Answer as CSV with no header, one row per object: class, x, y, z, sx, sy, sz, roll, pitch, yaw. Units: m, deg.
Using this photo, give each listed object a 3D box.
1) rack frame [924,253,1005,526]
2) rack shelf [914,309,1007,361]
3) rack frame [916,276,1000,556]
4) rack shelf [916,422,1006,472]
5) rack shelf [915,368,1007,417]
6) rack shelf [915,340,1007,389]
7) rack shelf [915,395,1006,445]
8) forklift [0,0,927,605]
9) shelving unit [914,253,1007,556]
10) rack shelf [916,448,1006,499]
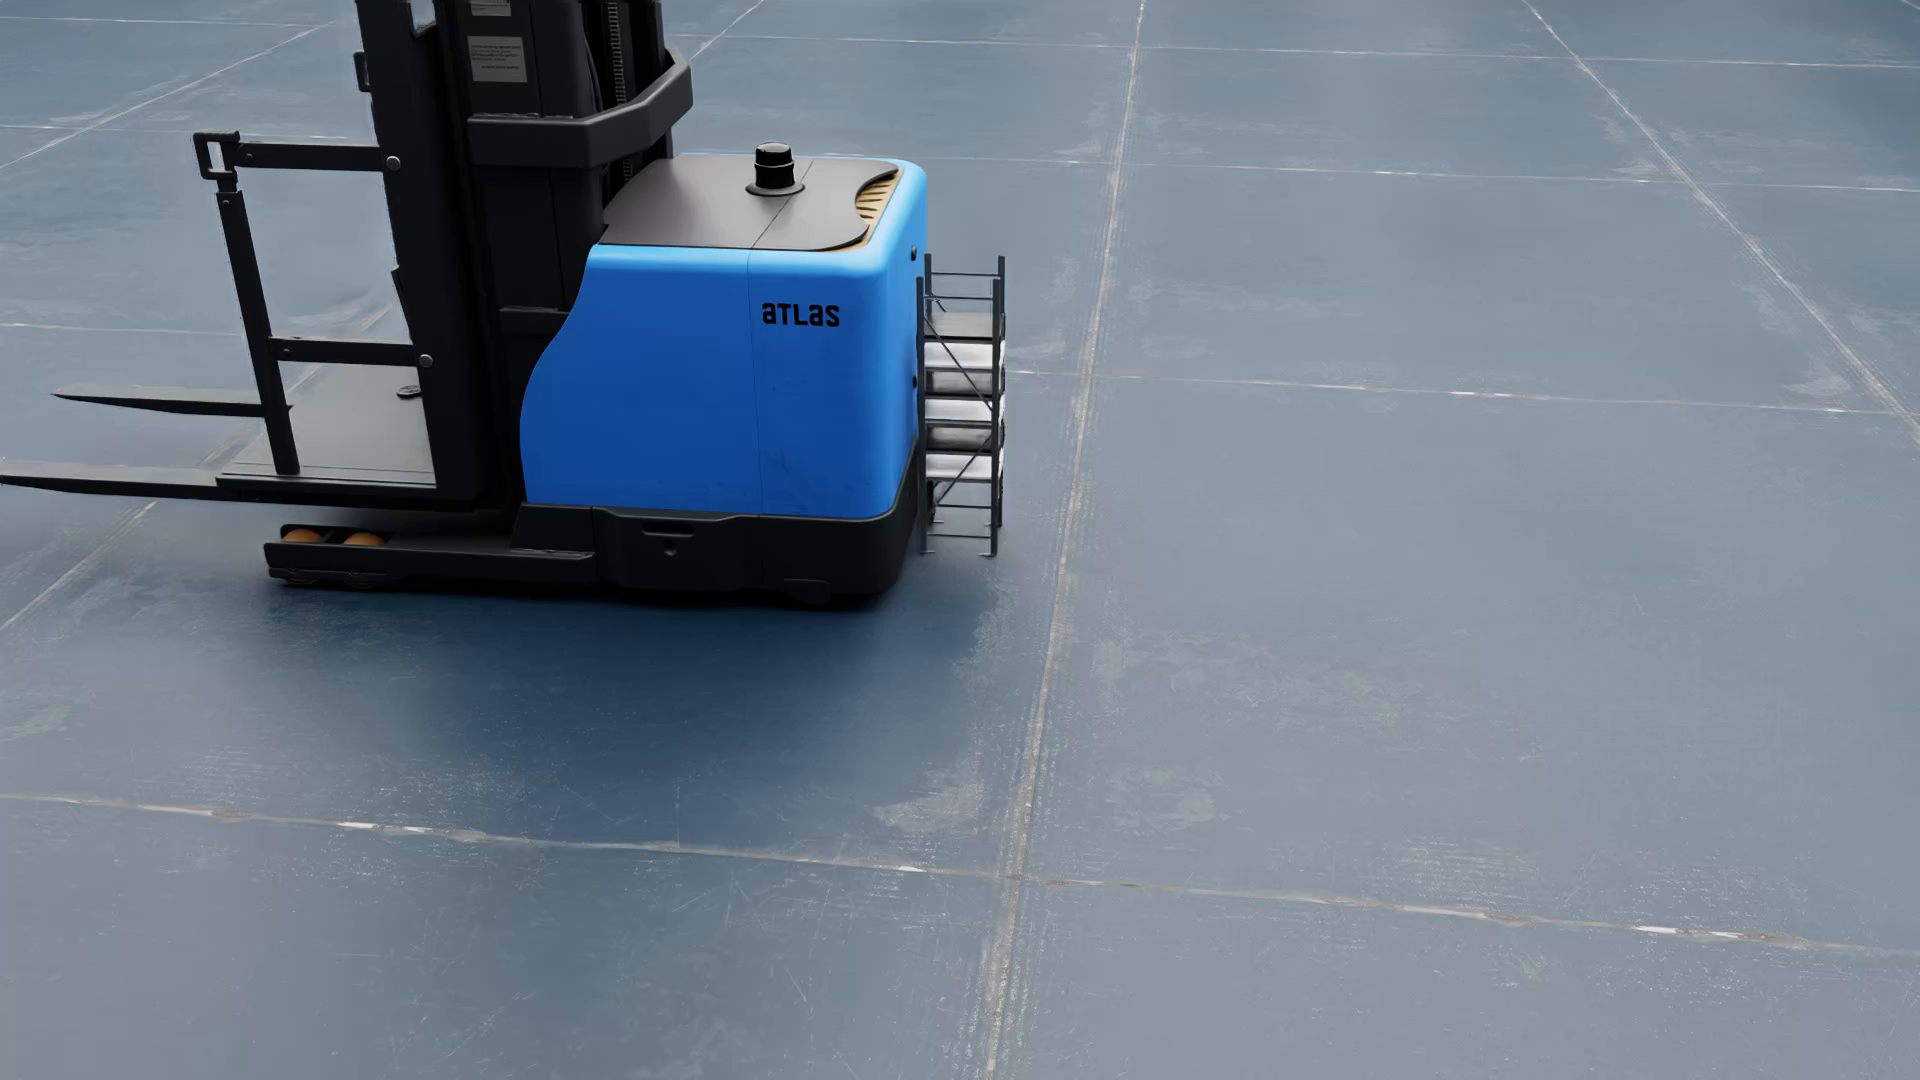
rack frame,0.014,-0.448,5.132,0.240,0.900,0.006,2,28,5
rack shelf,0.004,-0.608,4.931,0.258,0.077,0.200,2,28,5
rack frame,-0.005,-0.352,4.954,0.240,0.900,0.006,2,28,5
rack shelf,0.005,-0.292,5.102,0.258,0.077,0.200,2,28,5
rack shelf,0.005,-0.450,5.016,0.258,0.077,0.200,2,28,5
rack shelf,0.005,-0.529,4.974,0.258,0.077,0.200,2,28,5
rack shelf,0.005,-0.371,5.059,0.258,0.077,0.200,2,28,5
forklift,-1.643,-1.388,4.737,3.031,2.935,1.130,3,28,5
shelving unit,0.005,-0.400,5.043,0.258,0.900,0.210,2,28,5
rack shelf,0.005,-0.212,5.144,0.258,0.077,0.200,2,28,5
